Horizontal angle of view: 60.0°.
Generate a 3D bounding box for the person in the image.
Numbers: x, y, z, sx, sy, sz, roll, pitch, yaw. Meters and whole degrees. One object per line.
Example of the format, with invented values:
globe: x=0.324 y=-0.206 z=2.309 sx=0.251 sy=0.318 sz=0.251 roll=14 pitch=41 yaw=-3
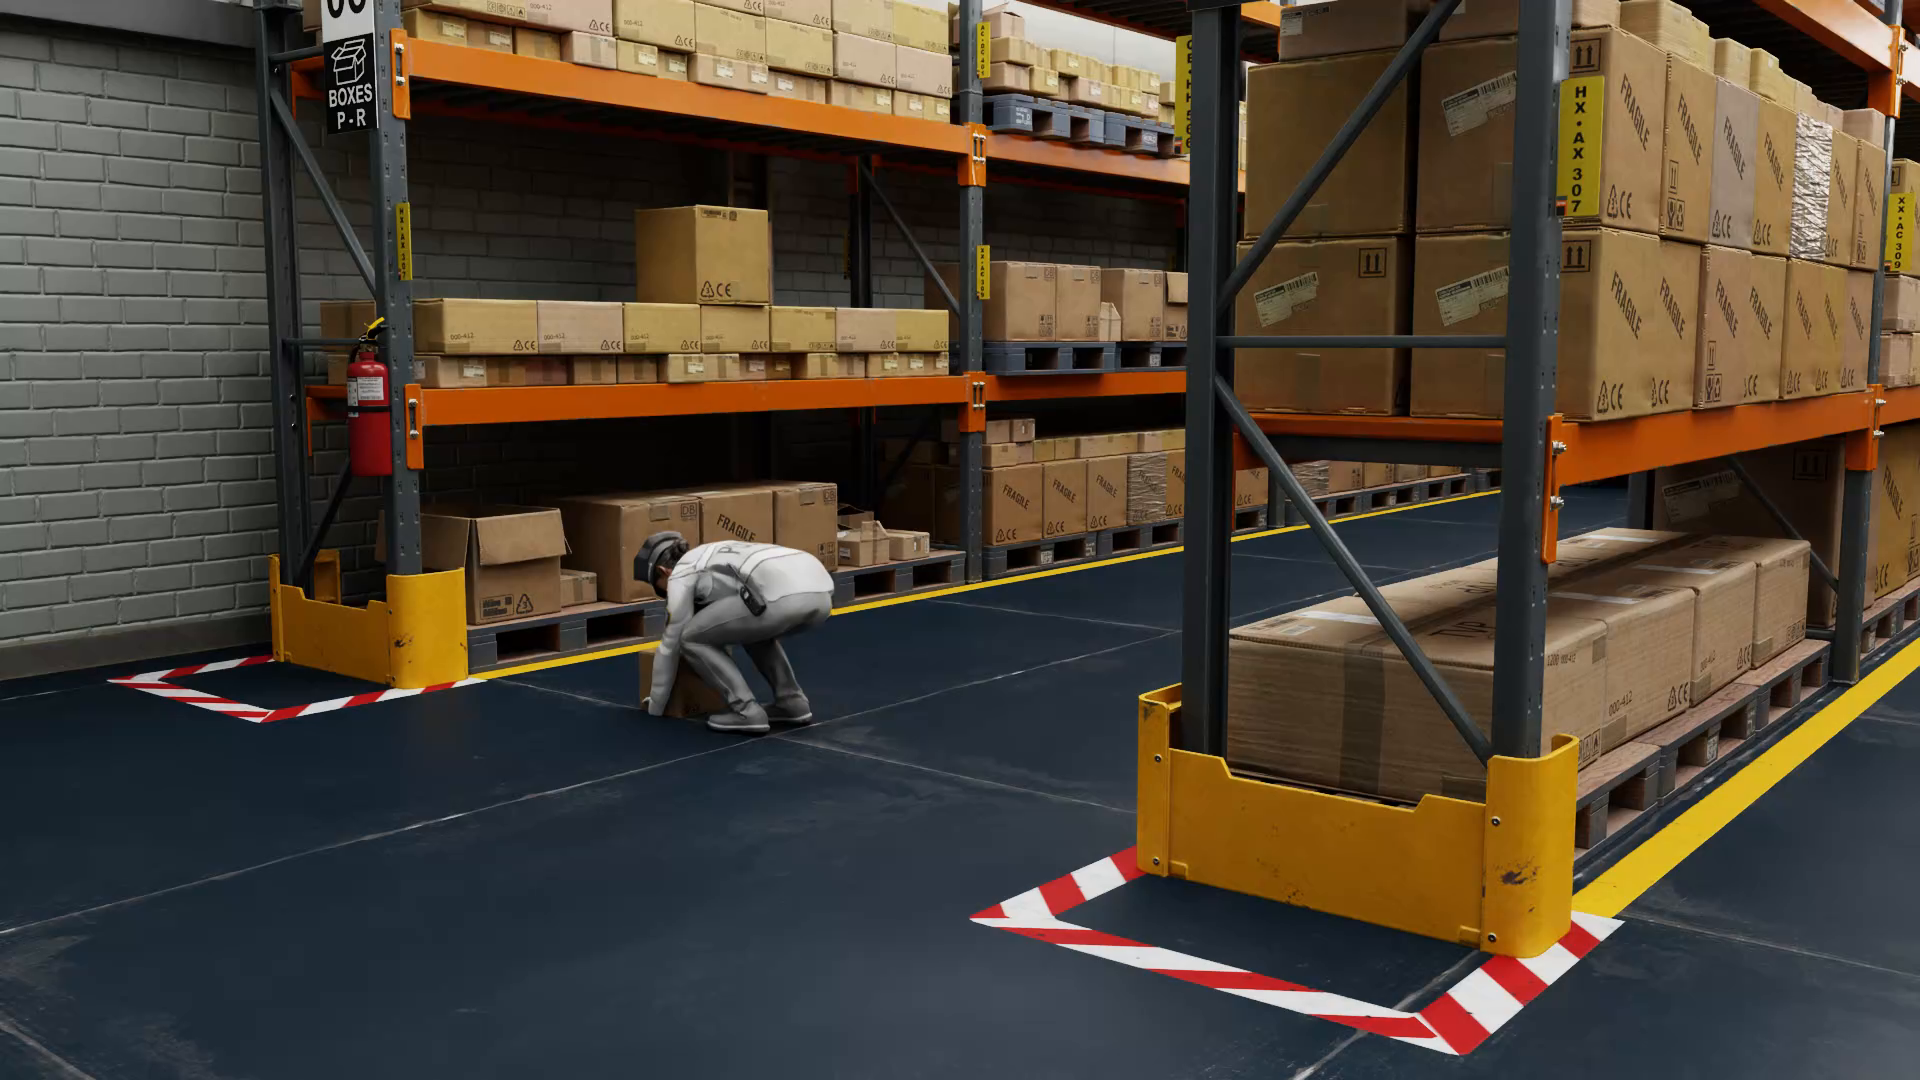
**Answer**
person: x=-0.921 y=0.362 z=6.641 sx=0.915 sy=0.762 sz=0.456 roll=5 pitch=8 yaw=37
